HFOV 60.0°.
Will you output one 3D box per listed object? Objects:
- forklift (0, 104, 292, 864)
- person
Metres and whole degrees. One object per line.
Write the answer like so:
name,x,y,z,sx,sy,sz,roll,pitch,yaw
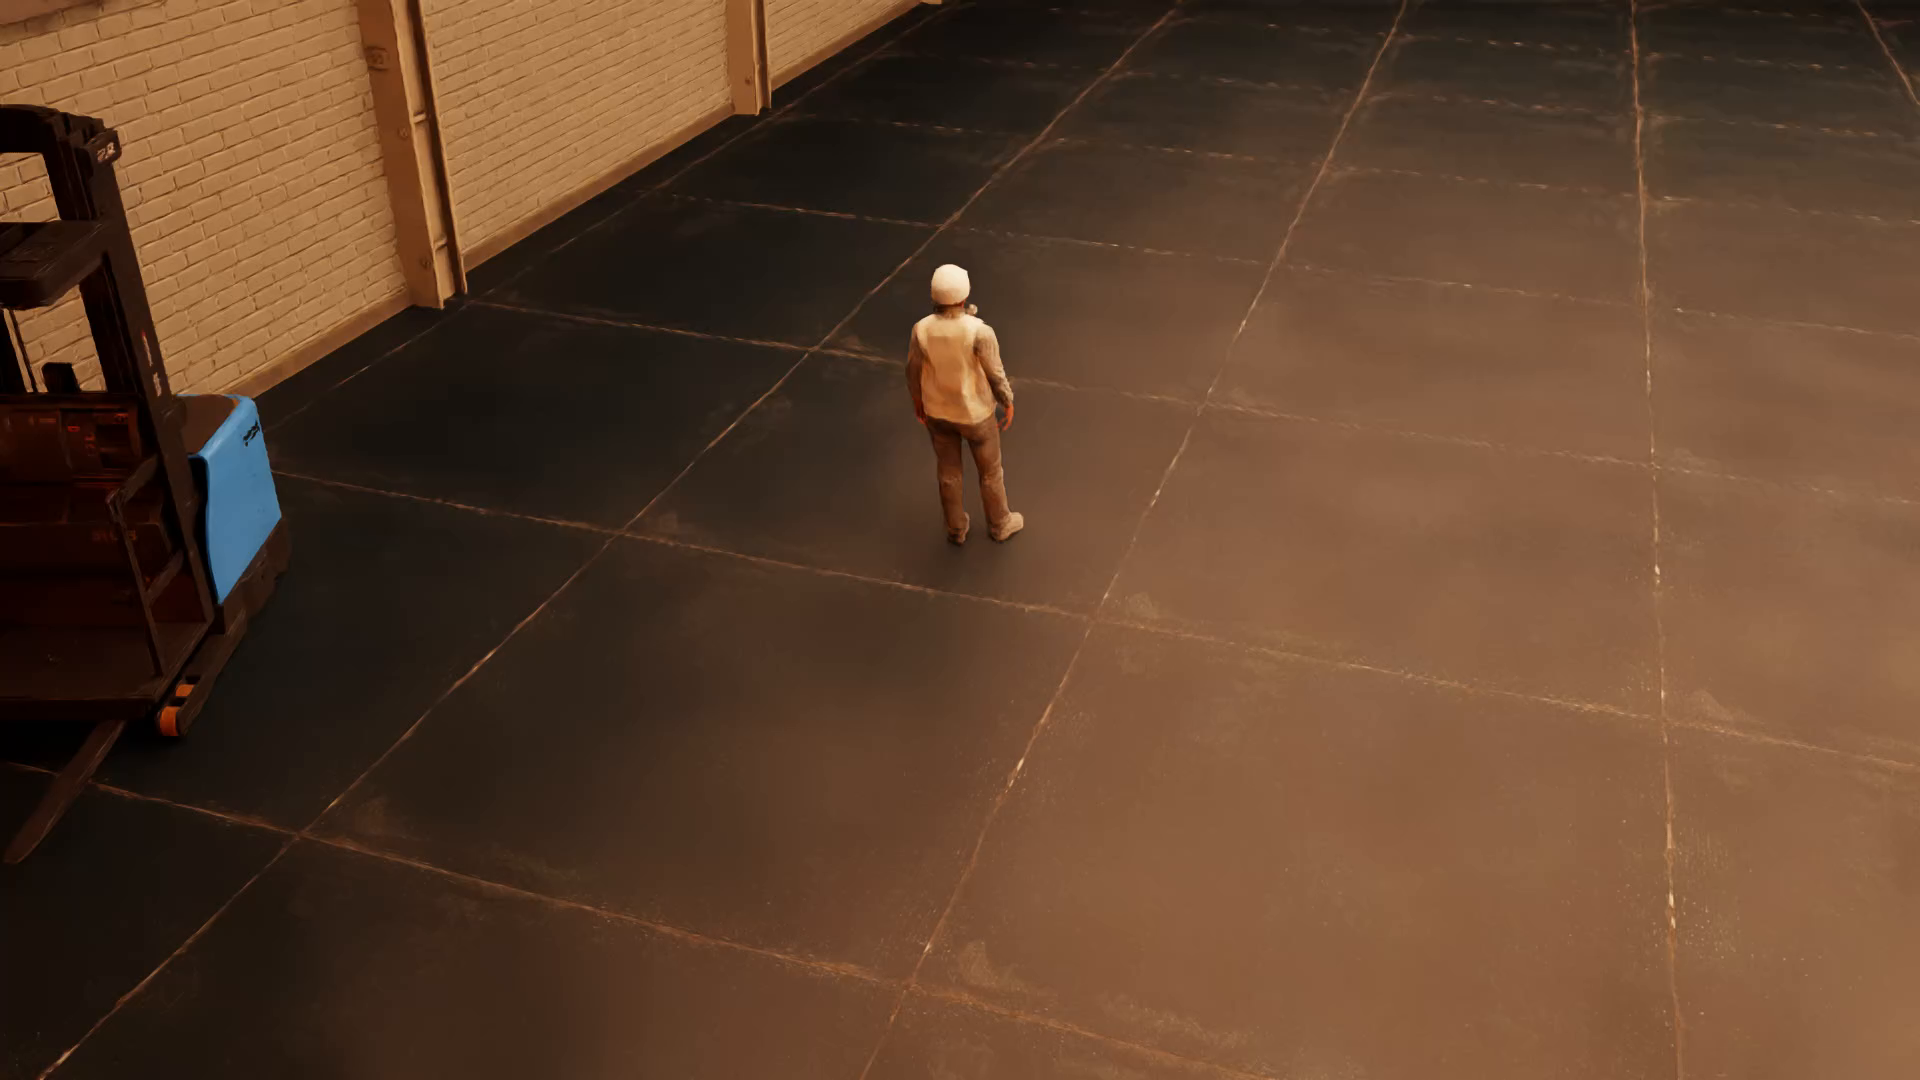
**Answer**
forklift,-4.442,-0.430,7.890,1.130,2.935,3.031,-1,30,-1
person,0.028,-0.805,9.702,0.632,1.773,0.567,10,31,16
